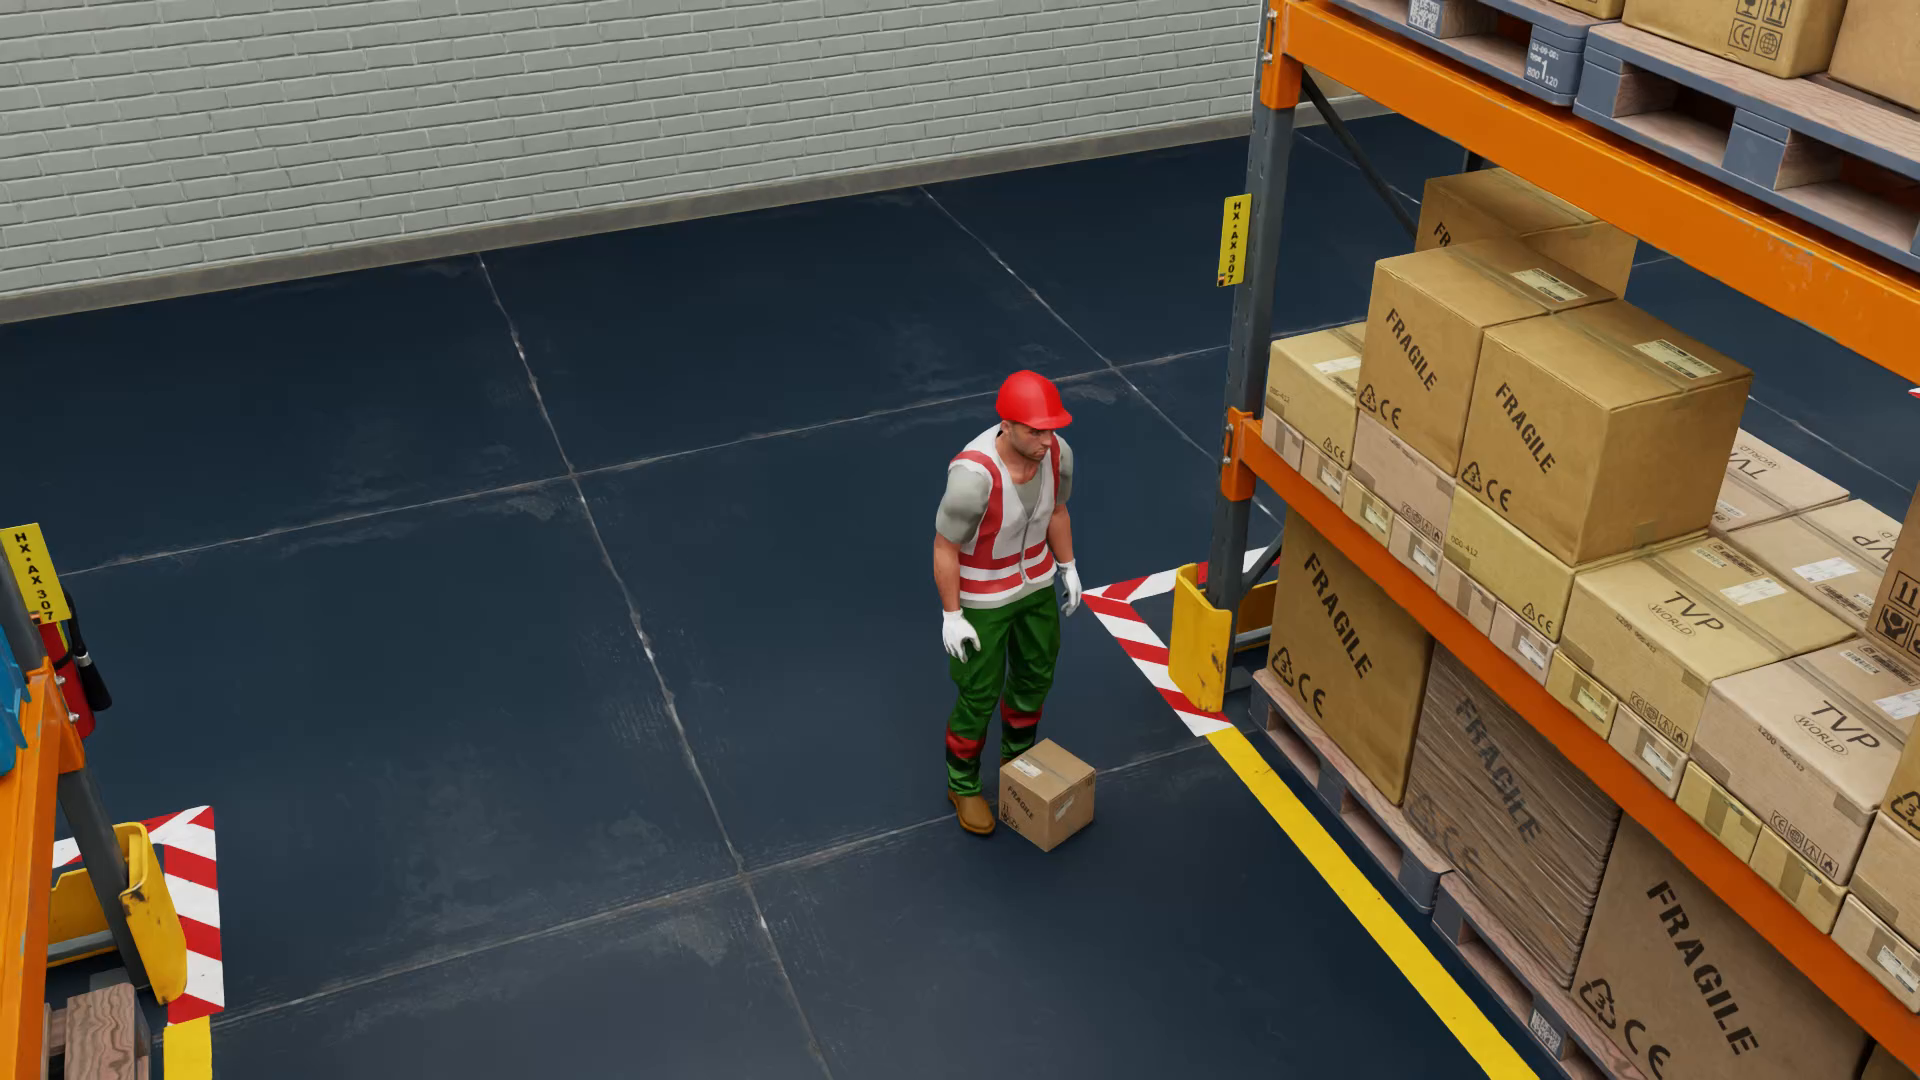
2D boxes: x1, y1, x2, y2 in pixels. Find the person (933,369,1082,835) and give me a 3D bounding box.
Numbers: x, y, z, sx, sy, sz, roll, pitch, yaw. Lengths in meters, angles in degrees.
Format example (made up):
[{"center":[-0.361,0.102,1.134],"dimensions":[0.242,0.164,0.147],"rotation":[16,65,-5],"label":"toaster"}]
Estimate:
[{"center":[0.174,0.197,5.824],"dimensions":[0.608,1.780,0.448],"rotation":[-23,39,-31],"label":"person"}]
